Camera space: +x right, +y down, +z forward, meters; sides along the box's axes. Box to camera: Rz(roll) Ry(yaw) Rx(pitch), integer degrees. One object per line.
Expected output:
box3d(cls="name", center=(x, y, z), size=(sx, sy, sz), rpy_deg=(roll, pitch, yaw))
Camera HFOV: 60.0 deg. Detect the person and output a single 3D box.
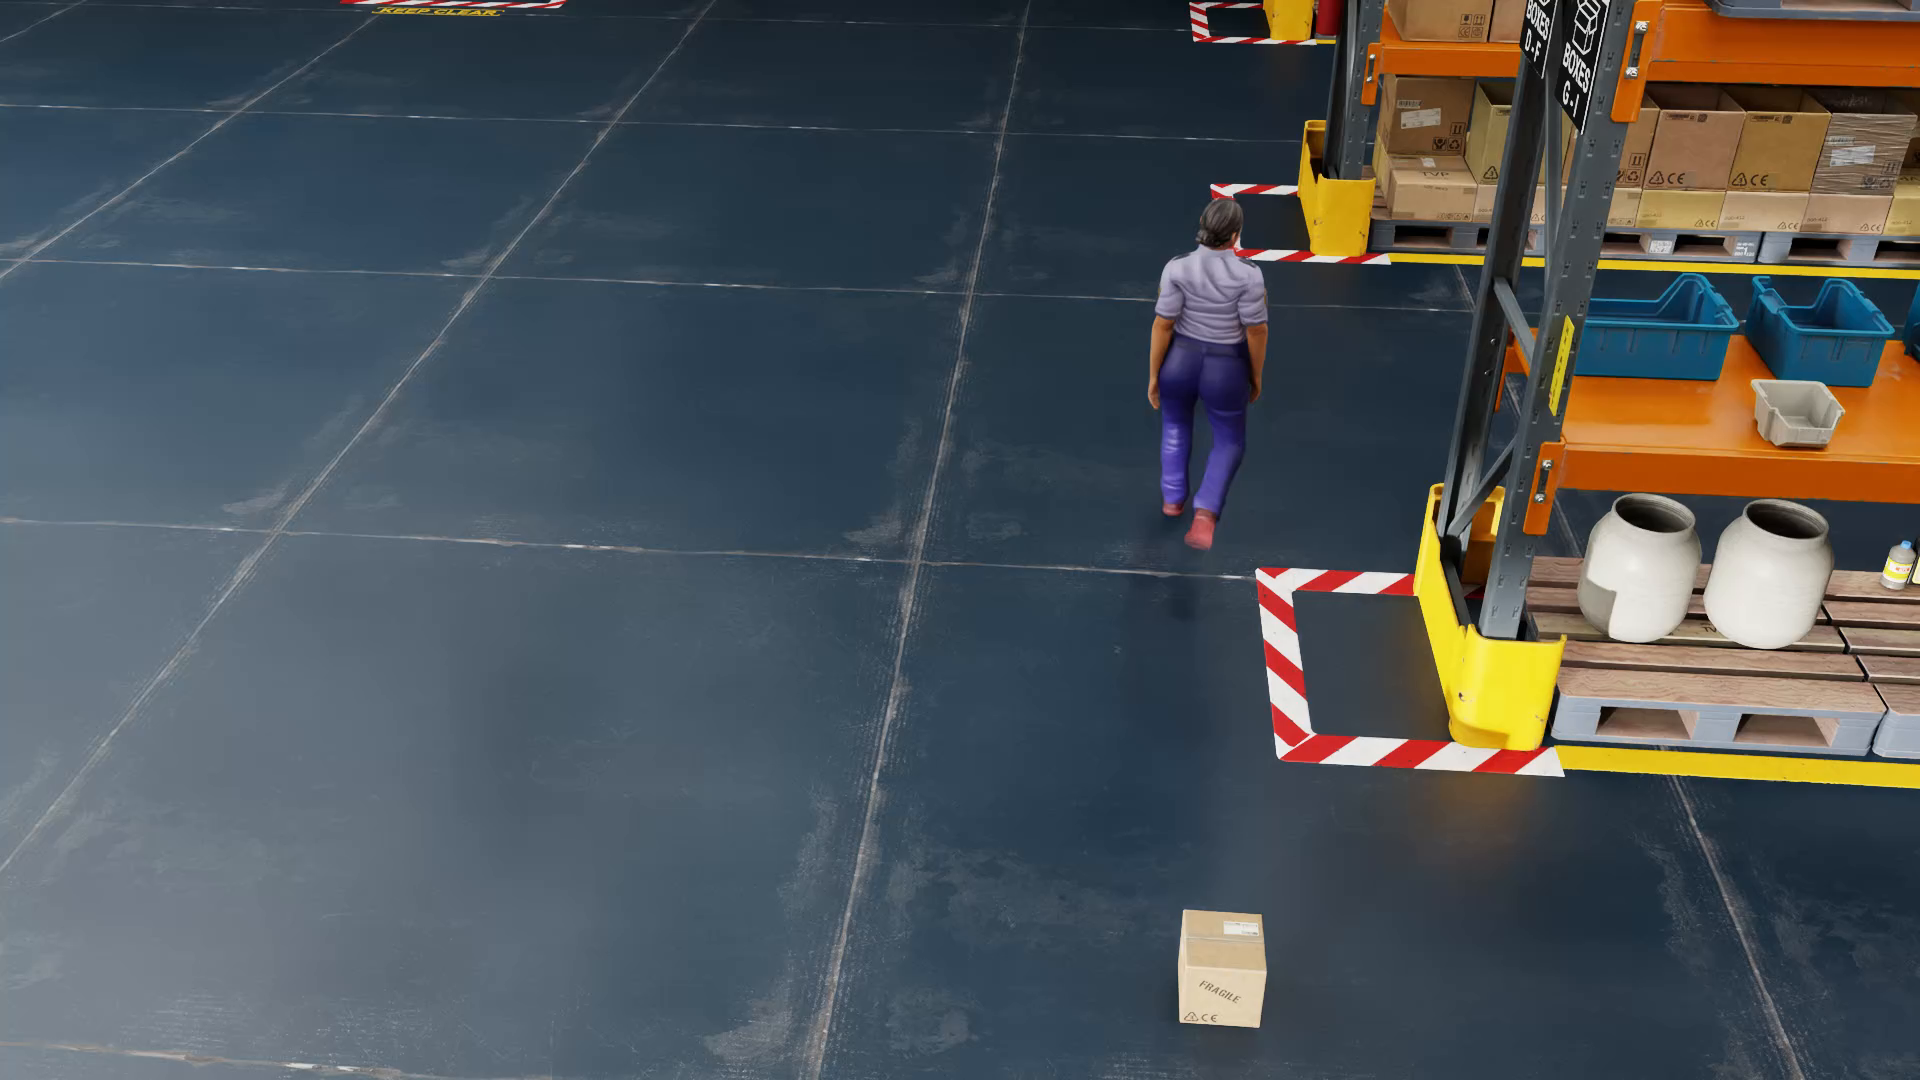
box3d(cls="person", center=(1.079, -0.726, 7.279), size=(0.490, 1.607, 0.776), rpy_deg=(8, 33, 12))
